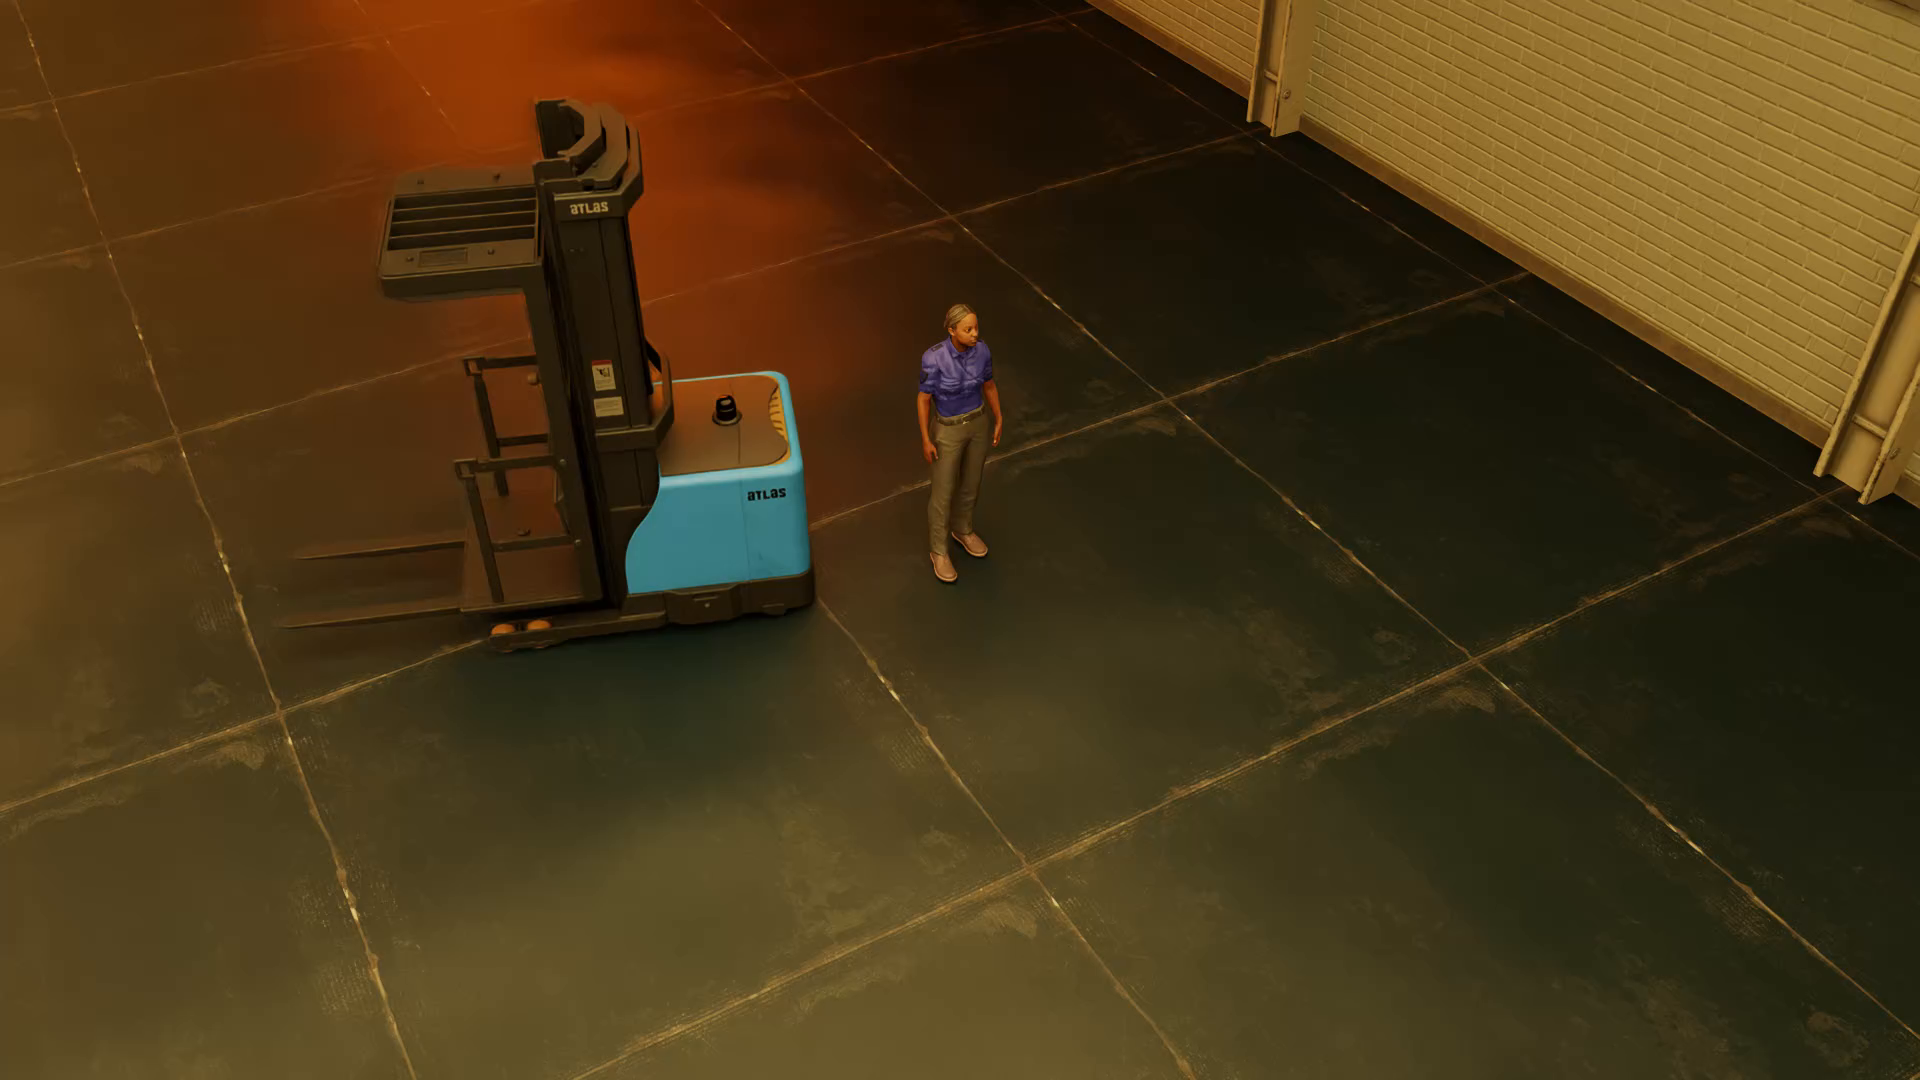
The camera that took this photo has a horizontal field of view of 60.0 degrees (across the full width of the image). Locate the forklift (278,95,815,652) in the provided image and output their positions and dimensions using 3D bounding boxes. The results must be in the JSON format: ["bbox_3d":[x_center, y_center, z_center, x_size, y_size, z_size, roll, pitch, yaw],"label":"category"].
[{"bbox_3d":[-2.422,-0.848,9.059,3.031,2.935,1.130,-7,40,-8],"label":"forklift"}]

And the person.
[{"bbox_3d":[0.027,-0.588,9.733,0.569,1.656,0.503,-20,44,-23],"label":"person"}]
